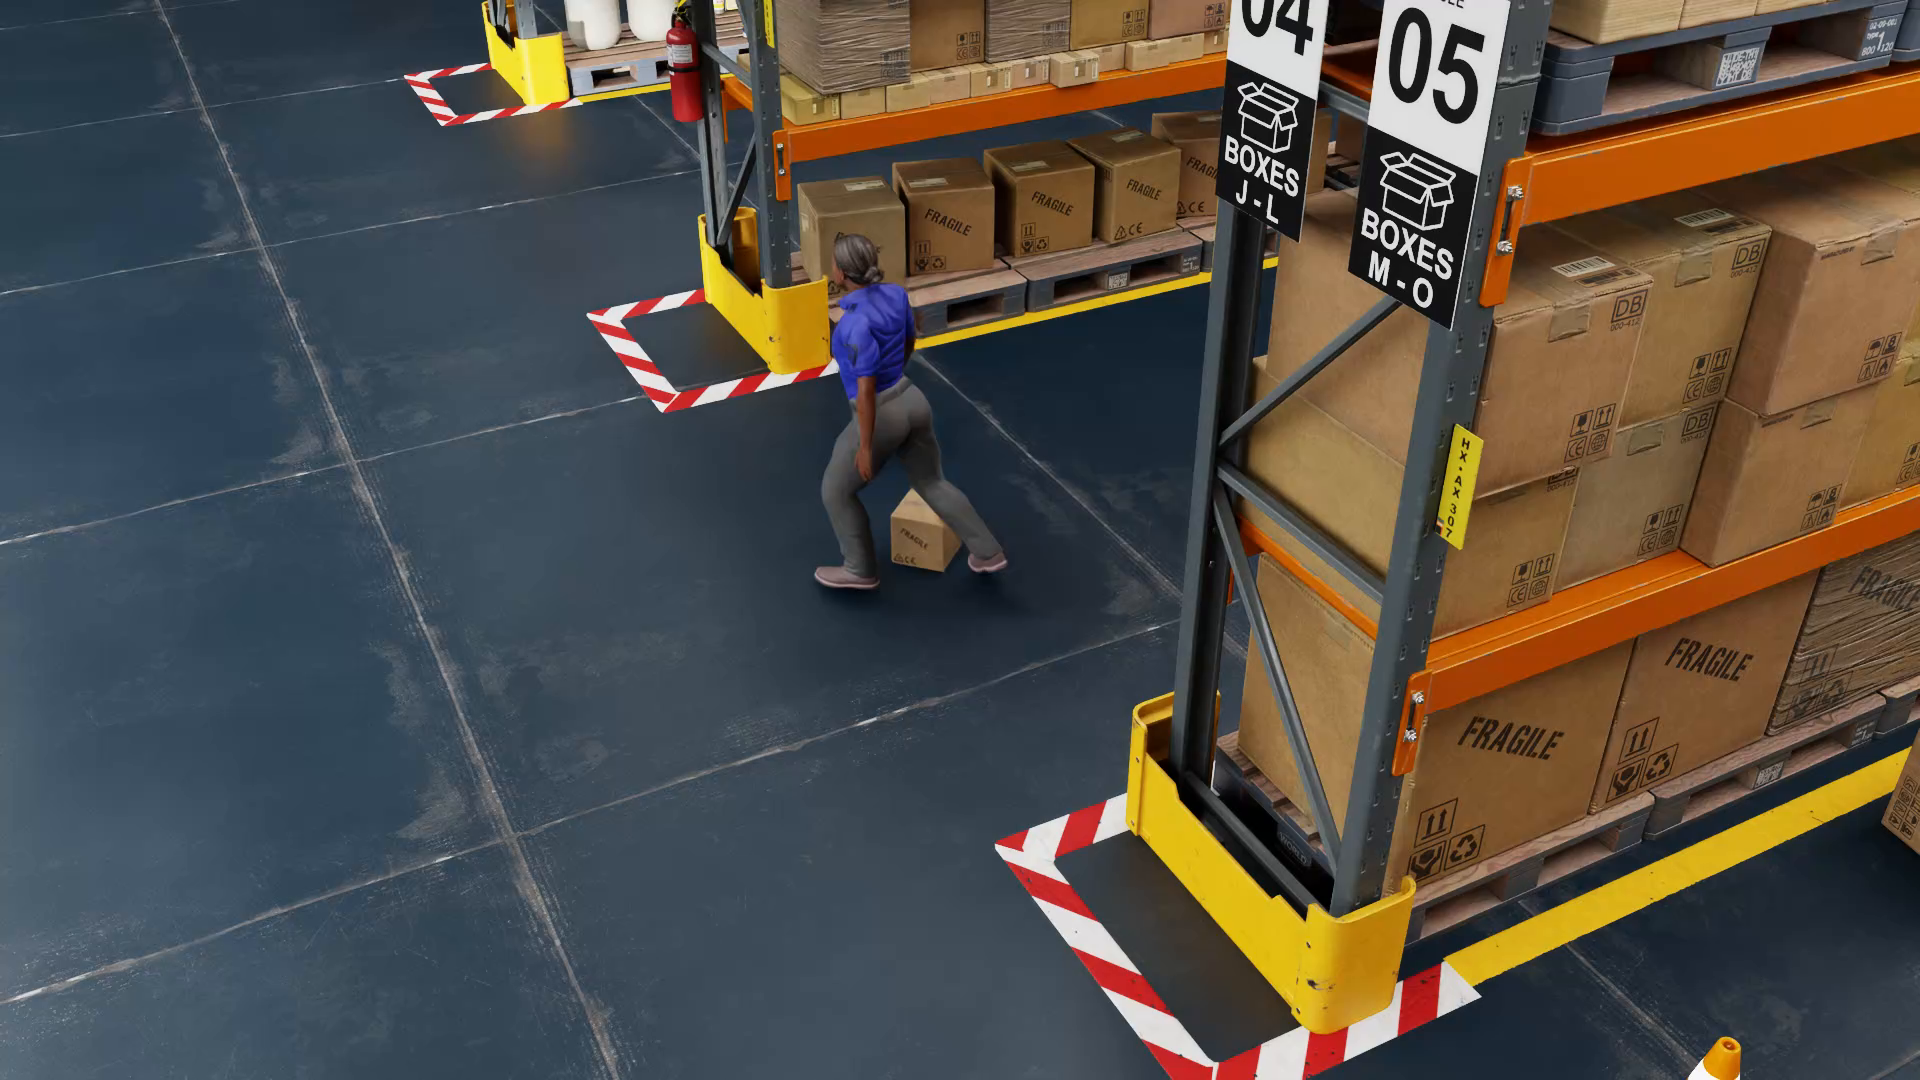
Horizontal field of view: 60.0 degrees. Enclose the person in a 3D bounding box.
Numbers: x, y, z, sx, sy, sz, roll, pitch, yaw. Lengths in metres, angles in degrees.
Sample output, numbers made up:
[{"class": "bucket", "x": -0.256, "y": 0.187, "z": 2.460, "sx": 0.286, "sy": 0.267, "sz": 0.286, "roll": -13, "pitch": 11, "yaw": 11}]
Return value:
[{"class": "person", "x": -0.208, "y": -0.474, "z": 6.884, "sx": 0.789, "sy": 1.606, "sz": 0.573, "roll": 19, "pitch": 38, "yaw": 26}]
